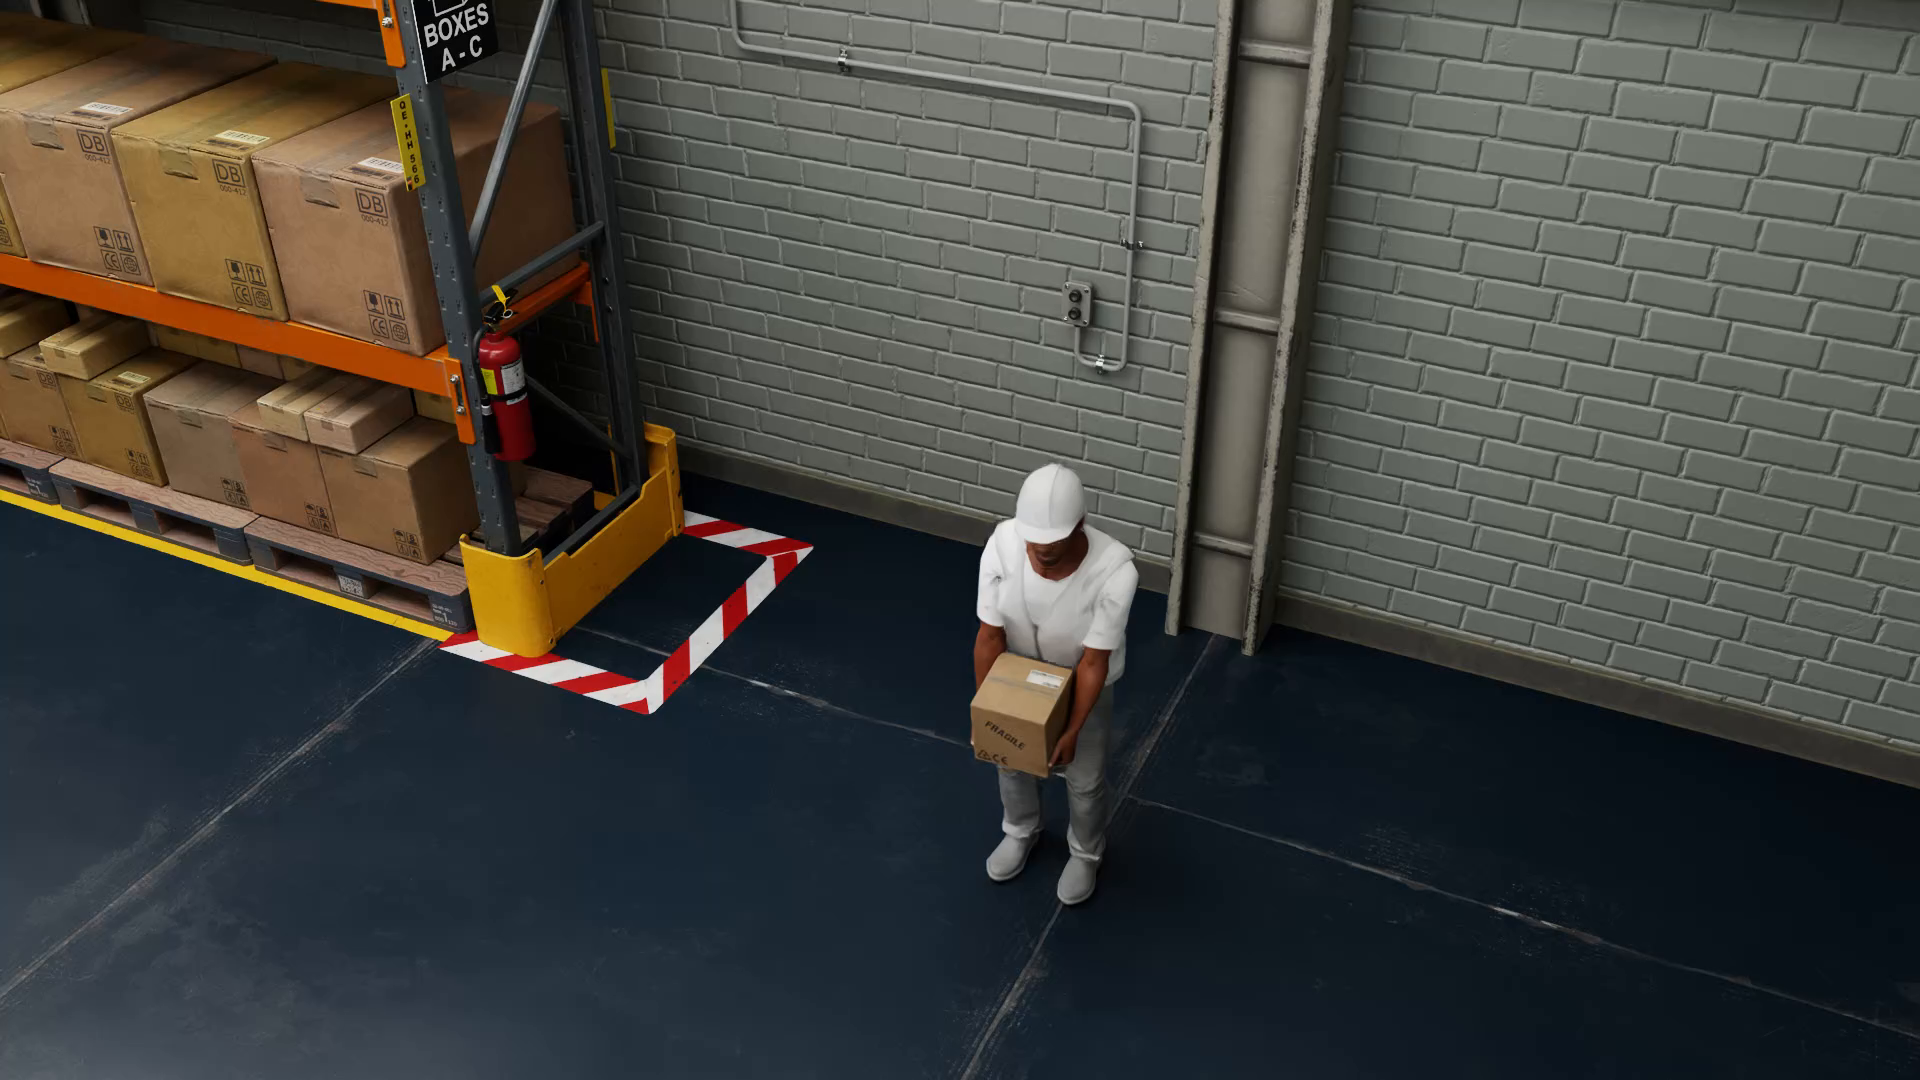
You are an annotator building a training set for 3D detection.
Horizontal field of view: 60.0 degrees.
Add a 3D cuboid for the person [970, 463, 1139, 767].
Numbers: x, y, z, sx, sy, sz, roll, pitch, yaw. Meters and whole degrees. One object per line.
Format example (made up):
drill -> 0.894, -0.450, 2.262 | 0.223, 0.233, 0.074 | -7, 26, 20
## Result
person -> 0.294, 0.173, 5.200 | 0.497, 0.980, 0.601 | 14, 36, 20
